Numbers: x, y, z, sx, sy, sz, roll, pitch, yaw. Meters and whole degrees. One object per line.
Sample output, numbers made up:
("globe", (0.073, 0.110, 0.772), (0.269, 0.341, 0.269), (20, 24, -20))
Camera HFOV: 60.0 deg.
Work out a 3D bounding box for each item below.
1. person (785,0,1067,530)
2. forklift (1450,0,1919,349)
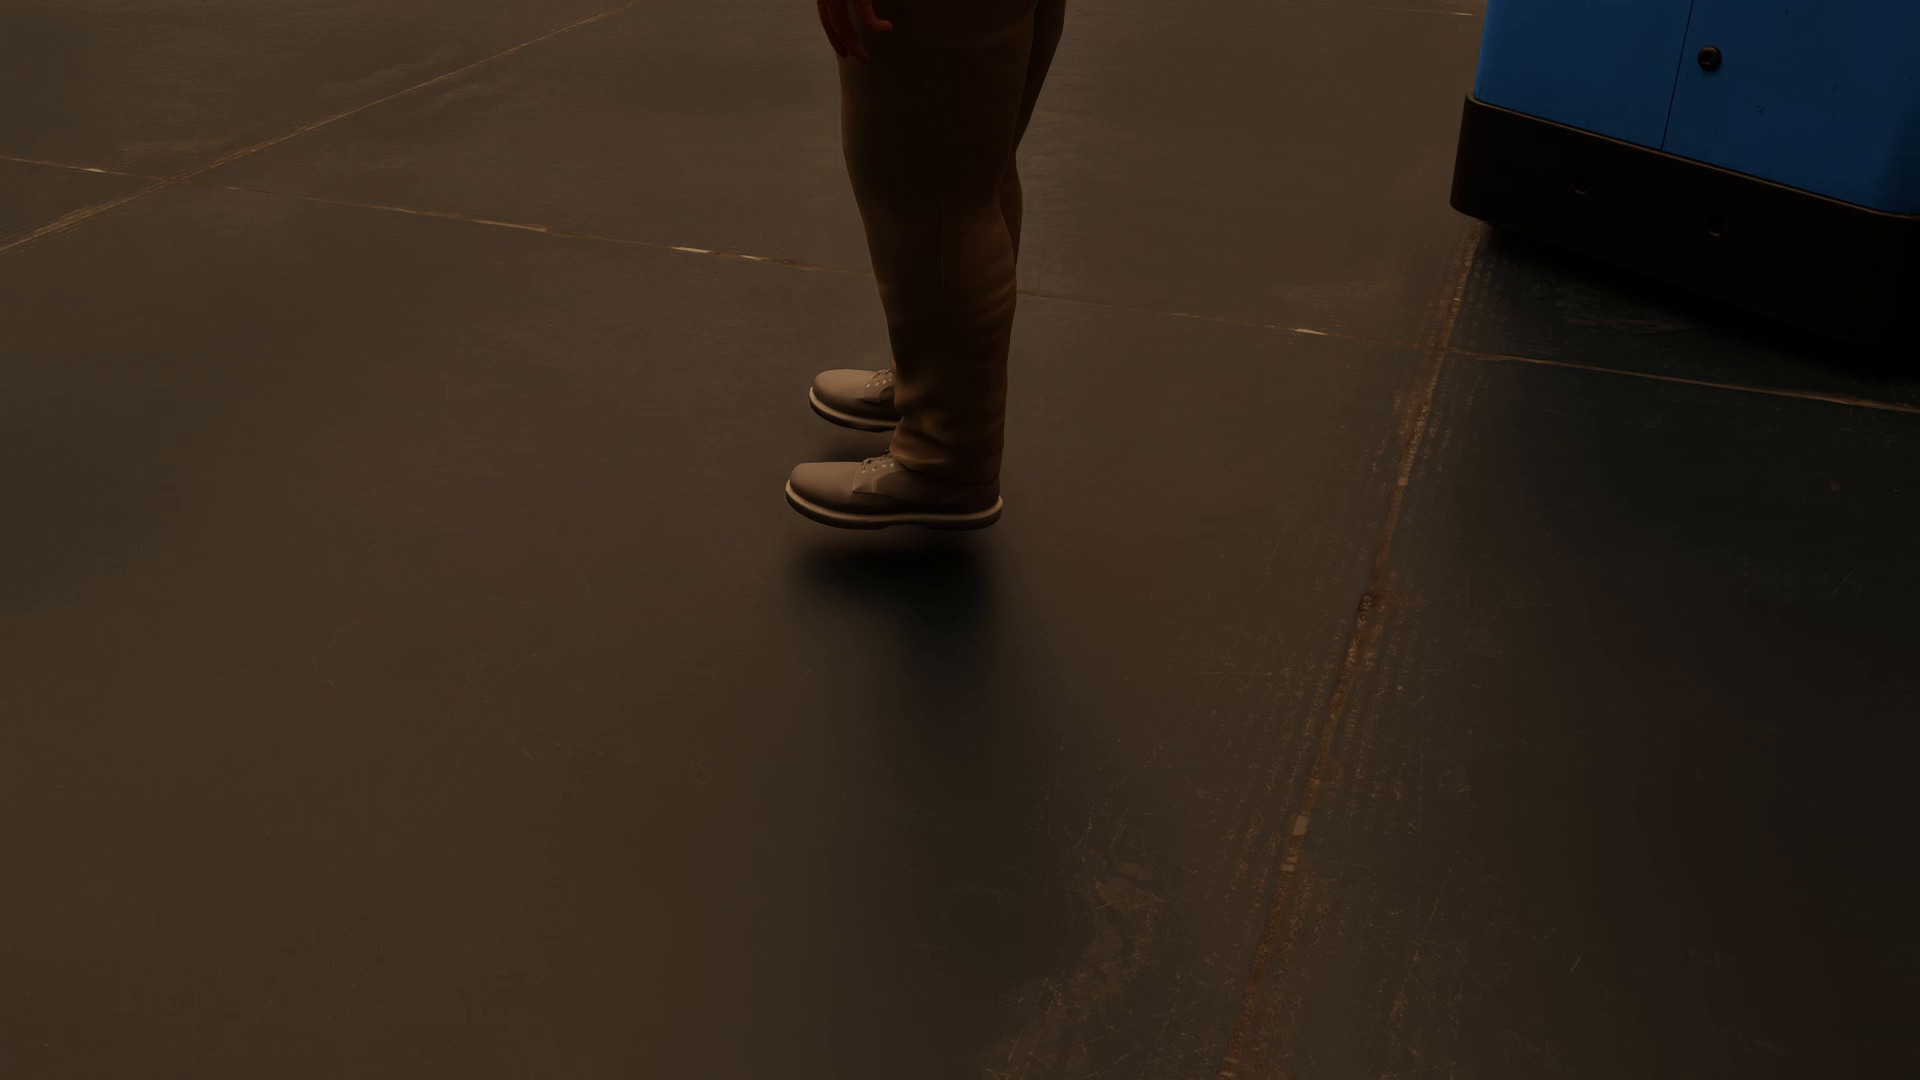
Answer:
("person", (-0.080, -0.814, 2.086), (0.550, 1.727, 0.641), (10, 31, 18))
("forklift", (2.580, -2.166, 3.350), (3.031, 2.935, 1.130), (-19, 35, -30))
